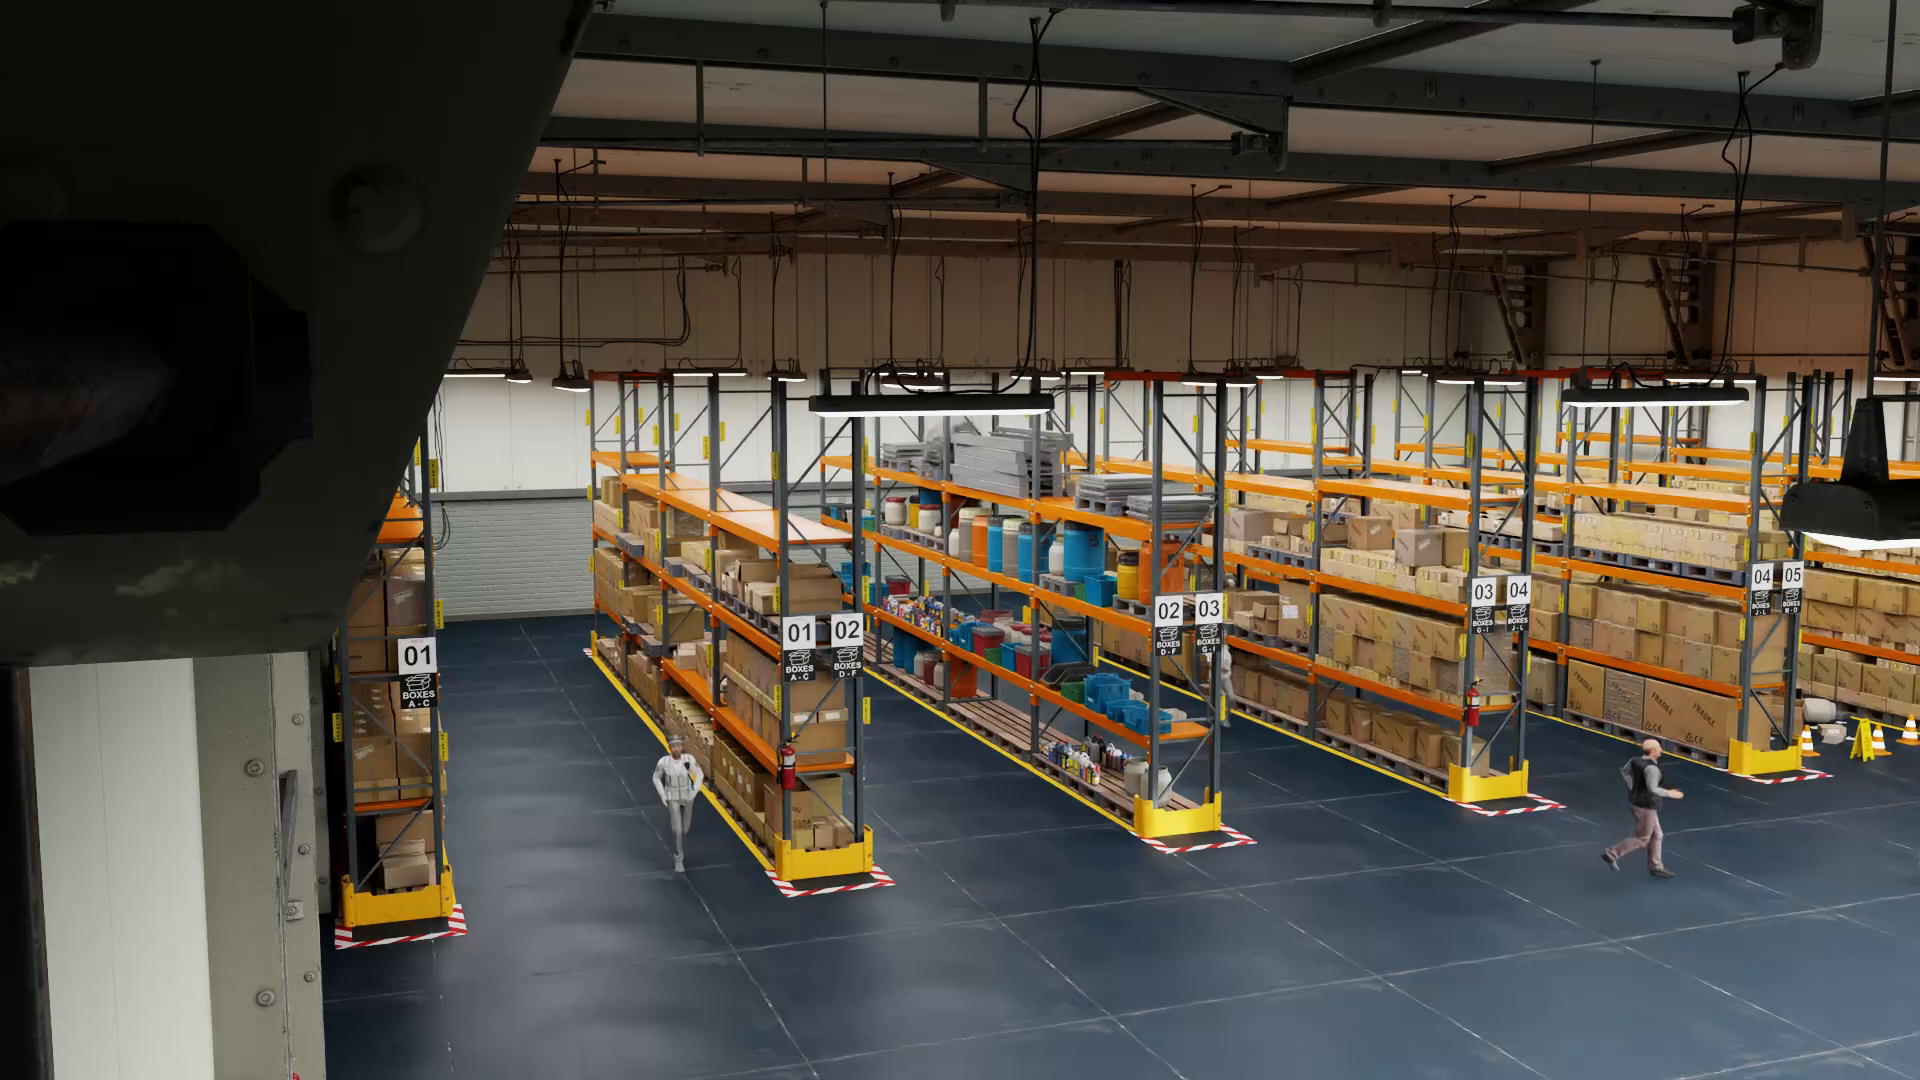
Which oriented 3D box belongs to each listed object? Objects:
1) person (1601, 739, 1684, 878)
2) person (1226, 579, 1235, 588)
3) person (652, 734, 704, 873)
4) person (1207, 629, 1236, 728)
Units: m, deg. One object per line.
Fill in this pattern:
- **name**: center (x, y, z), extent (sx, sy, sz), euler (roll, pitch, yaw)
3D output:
- **person**: center (8.208, 3.243, 20.074), extent (0.927, 1.712, 0.646), euler (0, 6, 3)
- **person**: center (5.558, 1.647, 34.516), extent (0.580, 1.711, 0.855), euler (-3, 7, -23)
- **person**: center (-3.495, 3.216, 20.632), extent (0.628, 1.716, 0.703), euler (-2, 7, -17)
- **person**: center (4.428, 2.362, 28.226), extent (0.572, 1.725, 0.697), euler (-3, 7, -24)
